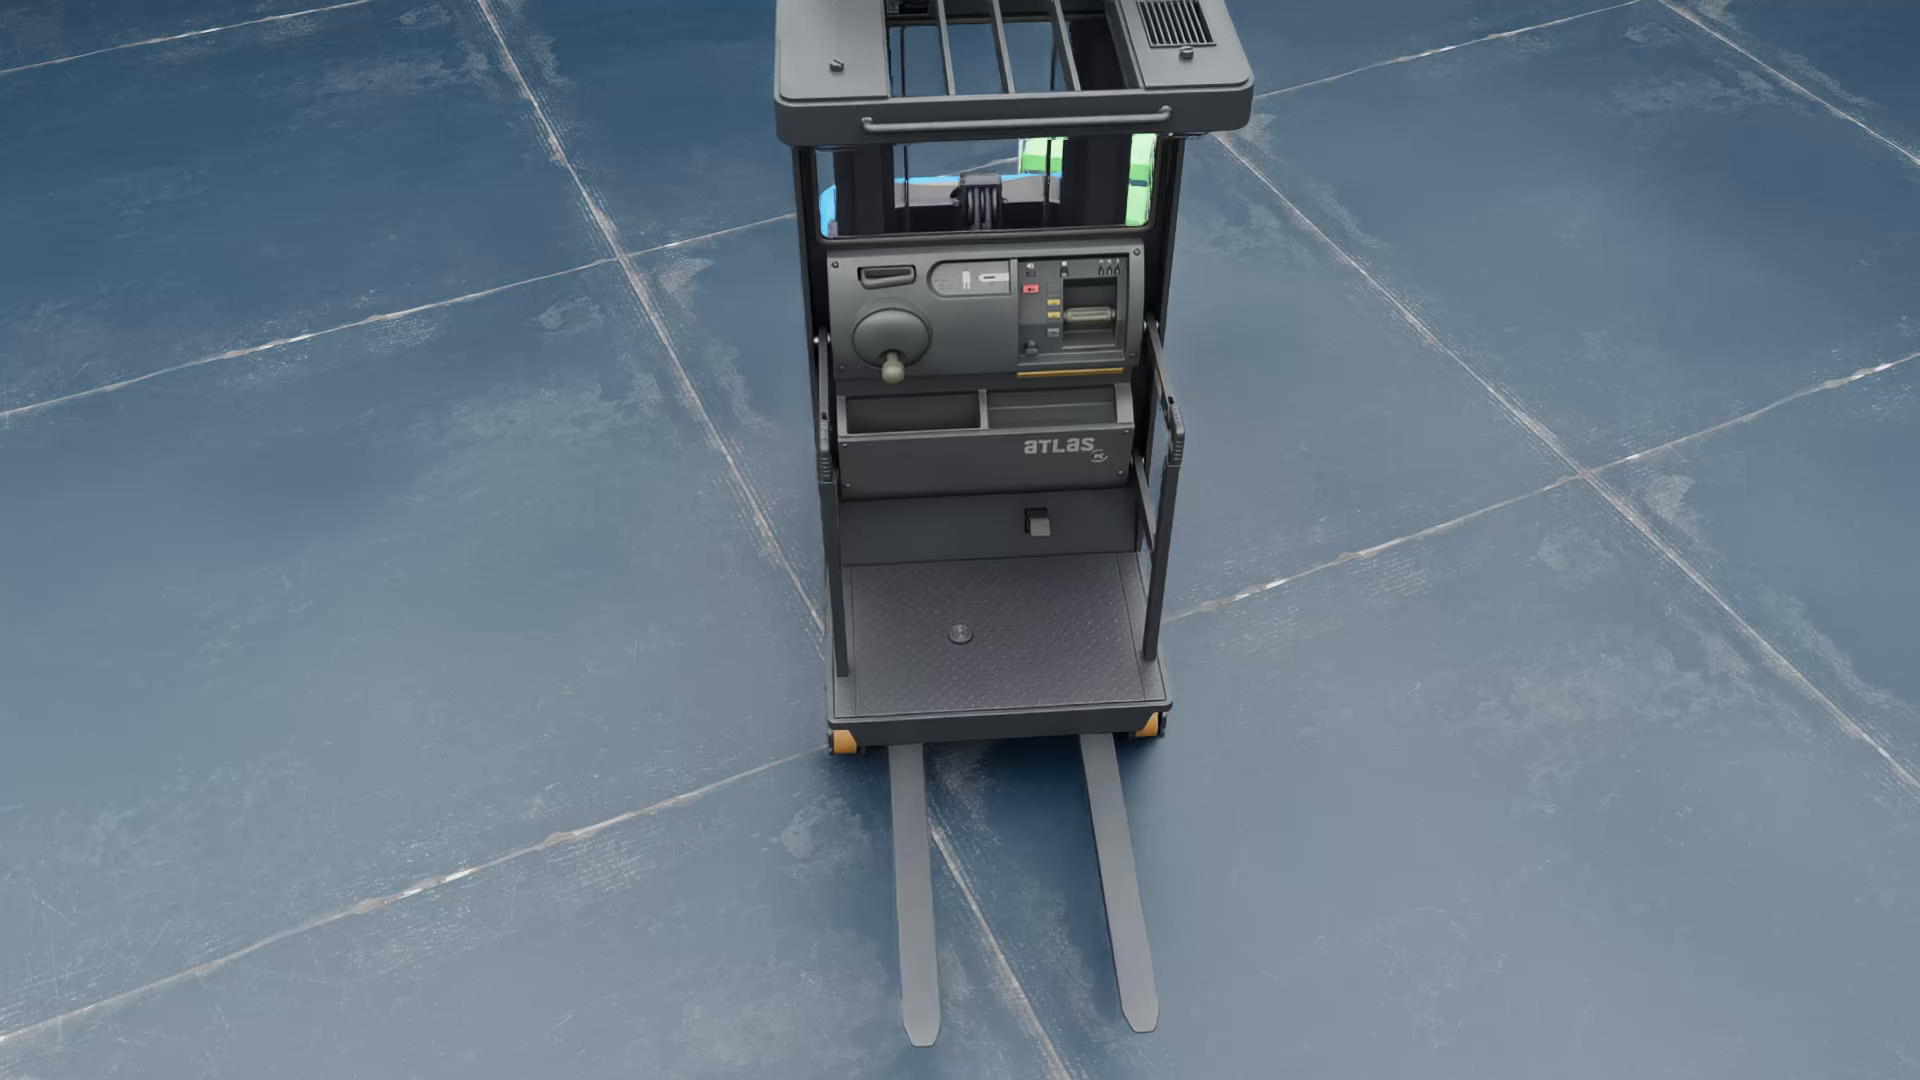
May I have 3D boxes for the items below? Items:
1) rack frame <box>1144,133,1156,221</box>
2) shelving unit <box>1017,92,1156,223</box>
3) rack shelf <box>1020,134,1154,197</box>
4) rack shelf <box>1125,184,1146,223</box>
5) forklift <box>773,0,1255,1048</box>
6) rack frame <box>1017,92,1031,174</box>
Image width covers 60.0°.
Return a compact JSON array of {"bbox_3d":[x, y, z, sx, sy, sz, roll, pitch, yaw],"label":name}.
[{"bbox_3d":[0.722,-1.115,6.524,0.015,1.200,0.240,7,44,7],"label":"rack frame"},{"bbox_3d":[0.481,-1.143,6.553,0.503,1.200,0.258,7,44,7],"label":"shelving unit"},{"bbox_3d":[0.482,-1.442,6.263,0.480,0.148,0.258,7,44,7],"label":"rack shelf"},{"bbox_3d":[0.481,-1.270,6.430,0.480,0.148,0.258,7,44,7],"label":"rack shelf"},{"bbox_3d":[0.097,-0.580,4.751,1.130,2.935,3.031,-3,45,-3],"label":"forklift"},{"bbox_3d":[0.240,-1.172,6.581,0.015,1.200,0.240,7,44,7],"label":"rack frame"}]
